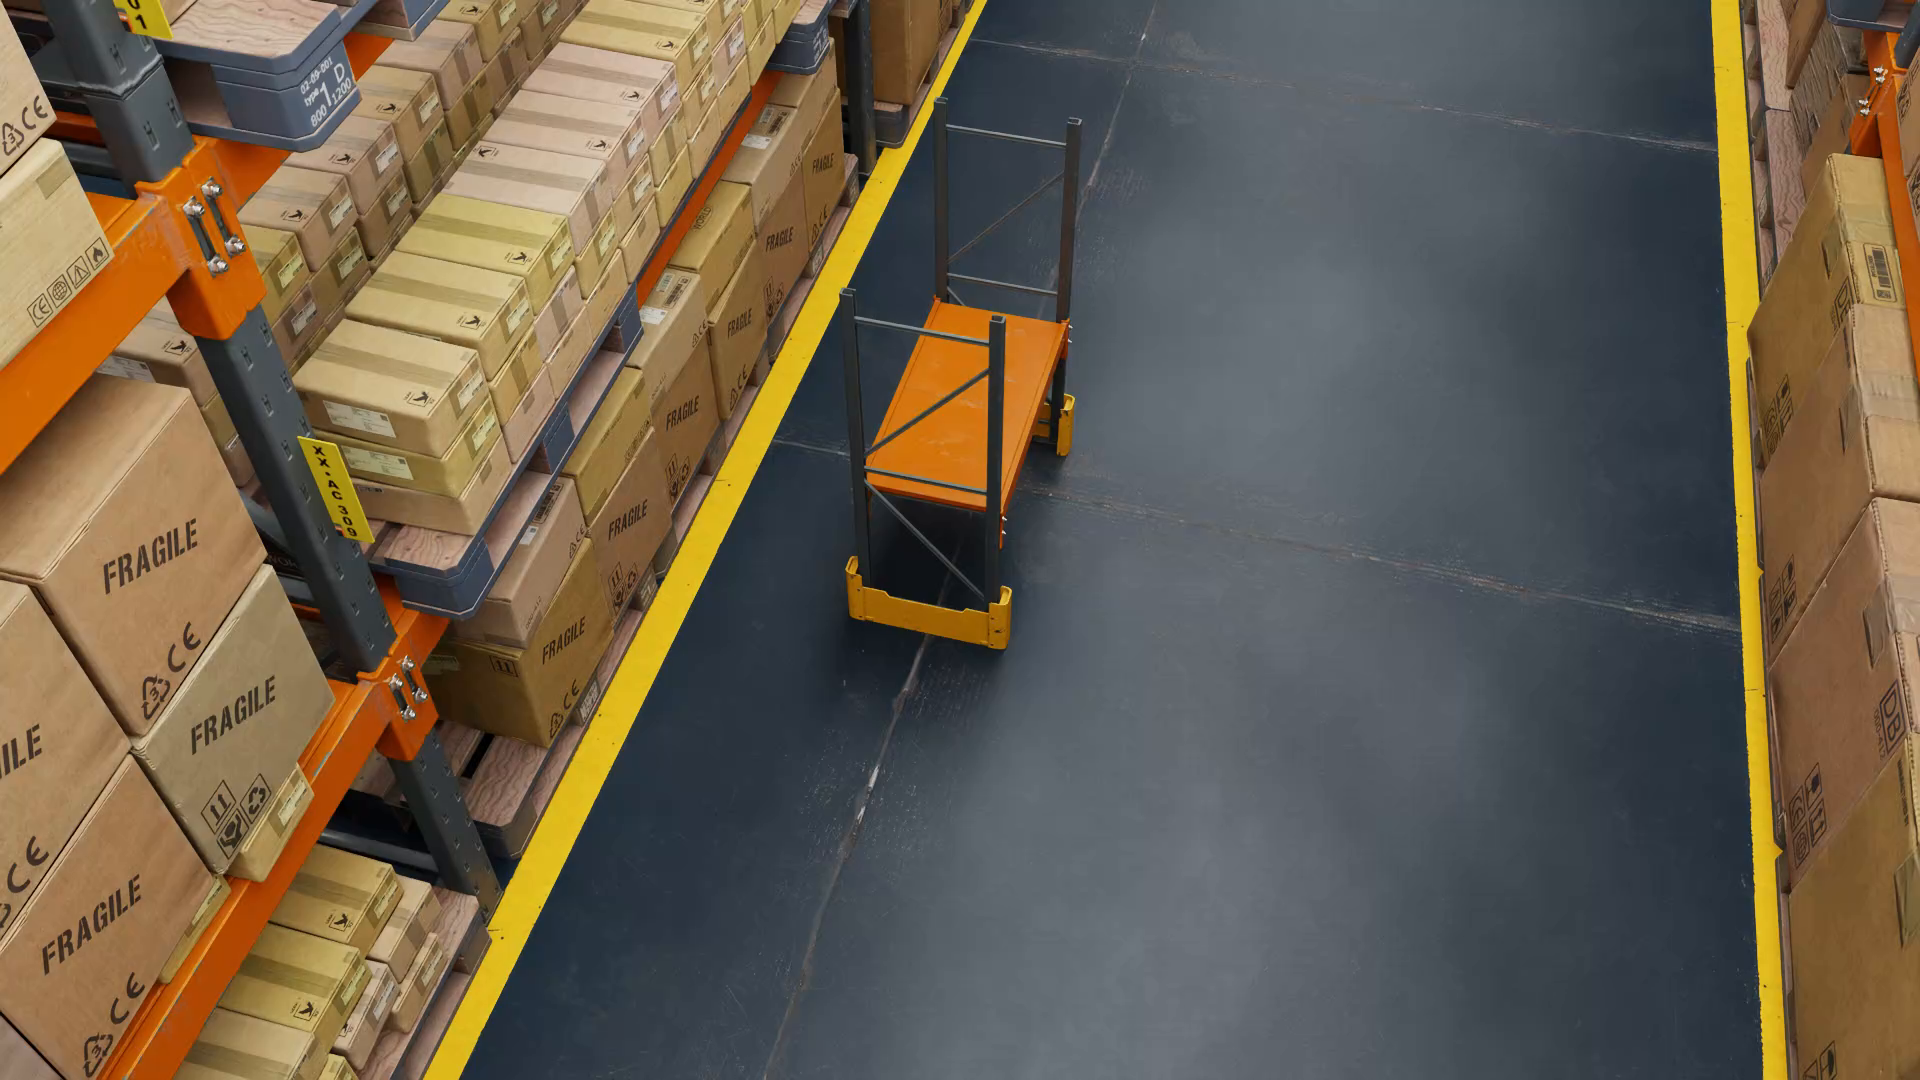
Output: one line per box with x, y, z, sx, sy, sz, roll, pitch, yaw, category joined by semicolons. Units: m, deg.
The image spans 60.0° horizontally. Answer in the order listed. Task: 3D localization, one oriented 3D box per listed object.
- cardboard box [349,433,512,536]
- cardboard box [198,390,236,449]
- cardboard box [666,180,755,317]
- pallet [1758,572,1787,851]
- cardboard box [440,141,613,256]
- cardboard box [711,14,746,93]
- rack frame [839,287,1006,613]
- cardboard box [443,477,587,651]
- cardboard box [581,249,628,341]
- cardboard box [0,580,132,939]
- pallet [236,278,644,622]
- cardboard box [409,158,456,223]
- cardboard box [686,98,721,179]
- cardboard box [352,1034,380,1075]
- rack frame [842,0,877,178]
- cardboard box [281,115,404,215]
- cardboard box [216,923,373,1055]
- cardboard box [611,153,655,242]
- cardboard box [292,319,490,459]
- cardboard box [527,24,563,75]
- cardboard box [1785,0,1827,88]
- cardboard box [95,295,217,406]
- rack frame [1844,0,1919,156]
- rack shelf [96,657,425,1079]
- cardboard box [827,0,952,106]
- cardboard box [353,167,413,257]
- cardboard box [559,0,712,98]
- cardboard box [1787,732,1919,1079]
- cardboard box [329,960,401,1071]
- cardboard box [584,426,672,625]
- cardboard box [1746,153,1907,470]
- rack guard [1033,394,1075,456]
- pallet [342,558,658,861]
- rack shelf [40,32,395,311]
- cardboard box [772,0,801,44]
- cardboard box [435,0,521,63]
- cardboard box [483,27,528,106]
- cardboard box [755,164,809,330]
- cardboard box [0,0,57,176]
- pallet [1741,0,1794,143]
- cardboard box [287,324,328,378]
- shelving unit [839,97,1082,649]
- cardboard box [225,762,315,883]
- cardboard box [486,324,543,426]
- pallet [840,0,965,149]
-1.393;-0.176;4.292;0.380;0.149;0.250;9;49;8;cardboard box
-2.026;-0.407;4.297;0.380;0.149;0.250;13;50;11;cardboard box
-1.086;-1.101;6.108;0.500;0.250;0.500;13;50;11;cardboard box
3.268;0.591;5.588;1.003;0.211;1.213;12;50;10;pallet
-1.187;-0.941;4.570;0.380;0.149;0.250;11;49;10;cardboard box
-0.915;-1.593;5.344;0.380;0.149;0.250;13;50;11;cardboard box
-0.111;-0.190;5.418;0.500;1.500;0.032;12;50;10;rack frame
-1.491;0.032;5.108;0.500;0.250;0.500;10;49;8;cardboard box
-1.189;-0.739;4.789;0.380;0.149;0.250;12;50;10;cardboard box
-1.934;0.380;2.982;0.500;0.500;0.500;10;49;9;cardboard box
-1.598;-0.386;4.718;1.003;0.211;1.213;12;50;10;pallet
-1.757;-1.059;5.072;0.380;0.149;0.250;10;49;8;cardboard box
-0.985;-1.303;5.287;0.380;0.149;0.250;10;49;8;cardboard box
-1.864;1.401;4.634;0.380;0.149;0.250;13;50;11;cardboard box
-0.887;-2.819;6.737;1.000;3.000;0.127;12;50;10;rack frame
-1.814;-1.078;4.692;0.380;0.149;0.250;11;50;10;cardboard box
-1.811;1.183;4.430;0.380;0.149;0.250;12;50;11;cardboard box
-1.122;-1.033;4.850;0.380;0.149;0.250;13;50;12;cardboard box
-1.393;-0.373;4.069;0.380;0.149;0.250;14;50;12;cardboard box
-1.547;-1.632;5.577;0.380;0.149;0.250;12;50;11;cardboard box
4.305;-2.389;7.732;0.700;0.500;0.500;15;50;13;cardboard box
-2.023;-0.507;4.188;0.380;0.149;0.250;14;50;12;cardboard box
3.871;-1.767;5.809;1.000;3.000;0.127;12;50;10;rack frame
-2.466;1.759;3.177;1.077;0.370;4.000;12;50;10;rack shelf
-0.640;-2.636;7.796;1.050;0.750;0.750;11;49;10;cardboard box
-1.822;-0.975;4.799;0.380;0.149;0.250;10;49;9;cardboard box
-0.986;-1.504;5.067;0.380;0.149;0.250;13;50;11;cardboard box
2.968;1.223;4.307;1.225;0.875;0.875;12;50;10;cardboard box
-1.775;1.269;4.552;0.380;0.149;0.250;9;49;8;cardboard box
-1.352;-0.103;5.727;0.500;0.500;0.500;14;50;12;cardboard box
3.670;-0.708;6.011;1.225;0.875;0.875;9;49;8;cardboard box
0.151;-0.498;6.523;0.587;0.250;0.087;12;50;10;rack guard
-1.736;0.434;5.727;1.003;0.211;1.213;12;50;10;pallet
-1.414;-2.127;4.606;1.077;0.370;4.000;12;50;10;rack shelf
-0.777;-1.882;5.798;0.380;0.149;0.250;11;49;10;cardboard box
-1.609;-1.645;5.192;0.380;0.149;0.250;11;49;10;cardboard box
-1.613;-1.536;5.294;0.380;0.149;0.250;13;50;11;cardboard box
-0.948;-1.228;6.721;0.500;0.500;0.500;13;50;12;cardboard box
-1.816;-0.650;2.589;0.500;0.250;0.500;9;49;8;cardboard box
4.401;-2.289;8.129;1.003;0.211;1.213;12;50;10;pallet
-1.959;-0.496;4.575;0.380;0.149;0.250;12;50;10;cardboard box
0.020;-0.551;5.736;0.587;1.500;1.083;12;50;10;shelving unit
-1.752;0.618;3.872;0.380;0.149;0.250;10;49;9;cardboard box
-1.326;-0.462;4.346;0.380;0.149;0.250;11;49;9;cardboard box
-0.607;-2.452;8.273;1.003;0.211;1.213;12;50;10;pallet
